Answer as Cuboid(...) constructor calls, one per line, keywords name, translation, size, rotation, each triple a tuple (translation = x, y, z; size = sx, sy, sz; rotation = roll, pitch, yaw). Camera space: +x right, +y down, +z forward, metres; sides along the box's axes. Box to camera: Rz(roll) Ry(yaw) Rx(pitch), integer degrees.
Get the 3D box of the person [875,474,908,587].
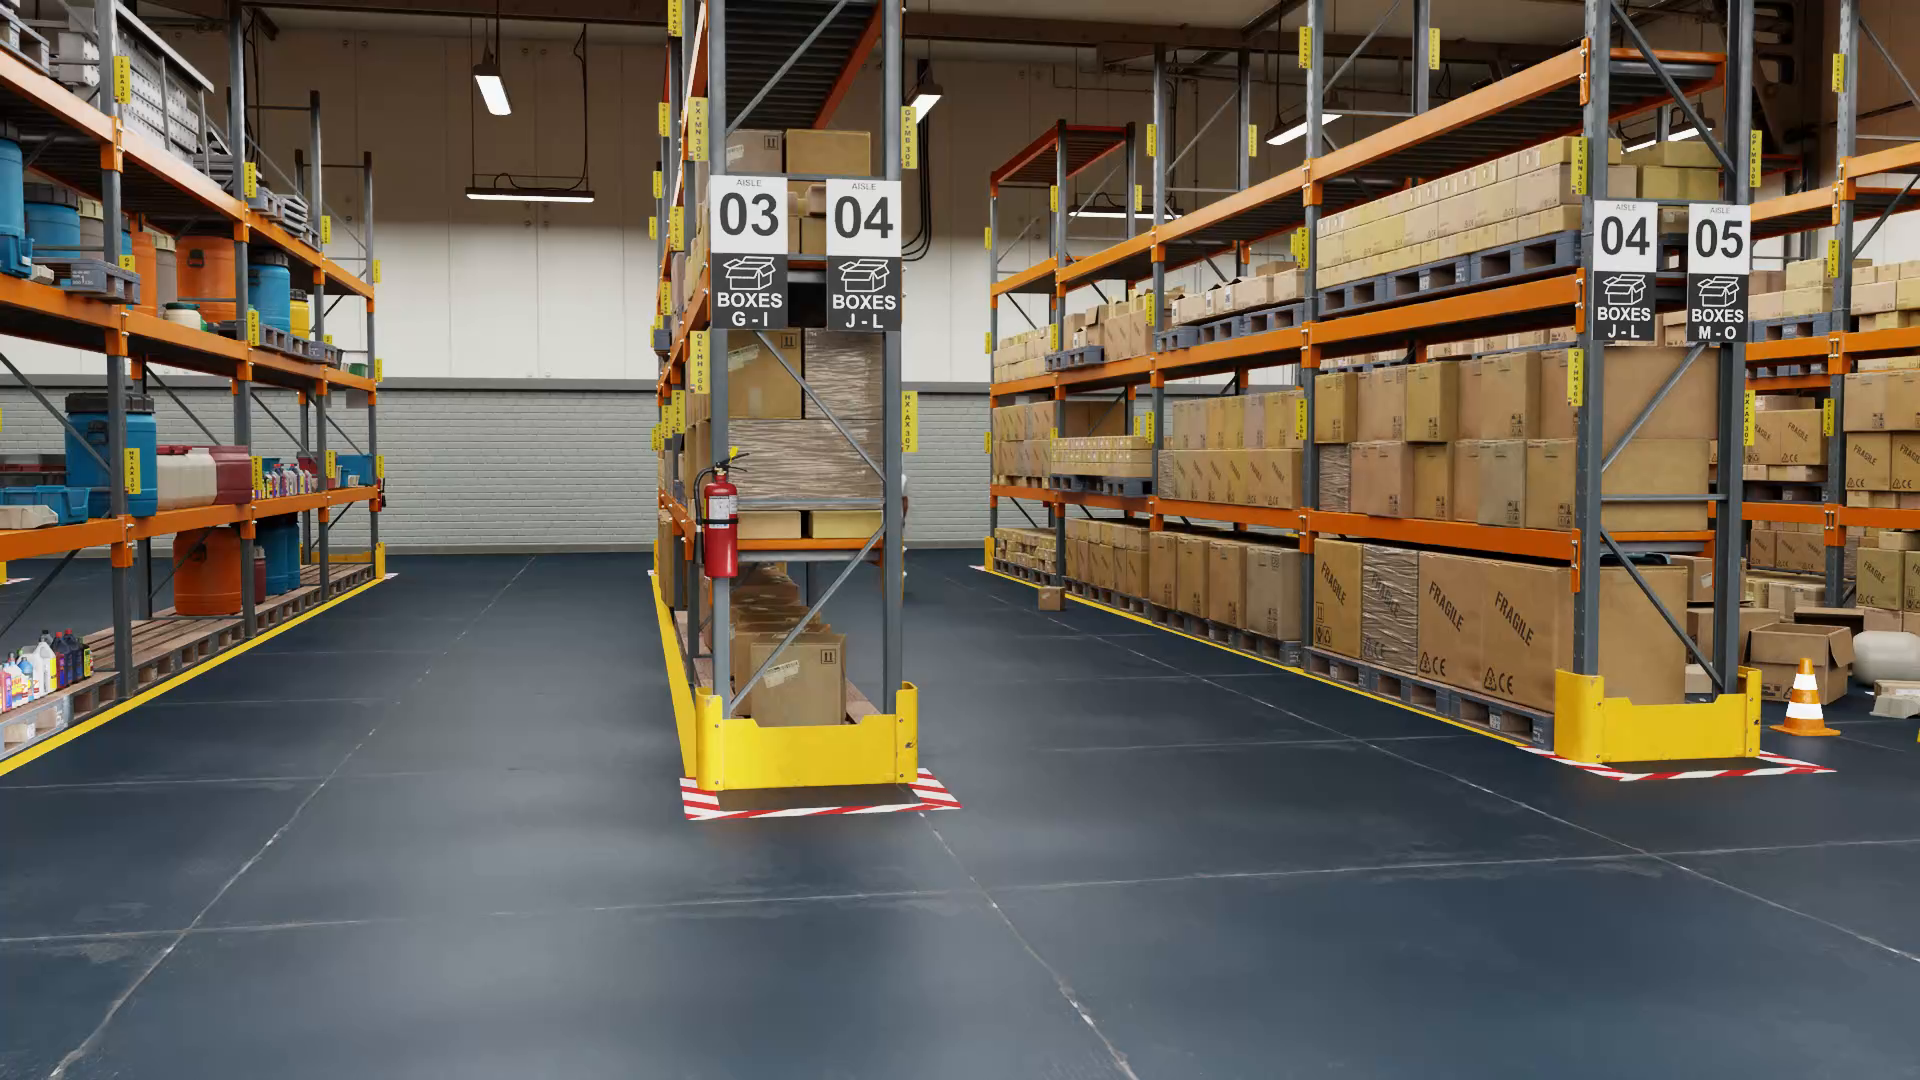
Cuboid(name="person", translation=(-0.974, -0.276, 21.568), size=(0.600, 1.777, 0.472), rotation=(-1, 3, -22))
